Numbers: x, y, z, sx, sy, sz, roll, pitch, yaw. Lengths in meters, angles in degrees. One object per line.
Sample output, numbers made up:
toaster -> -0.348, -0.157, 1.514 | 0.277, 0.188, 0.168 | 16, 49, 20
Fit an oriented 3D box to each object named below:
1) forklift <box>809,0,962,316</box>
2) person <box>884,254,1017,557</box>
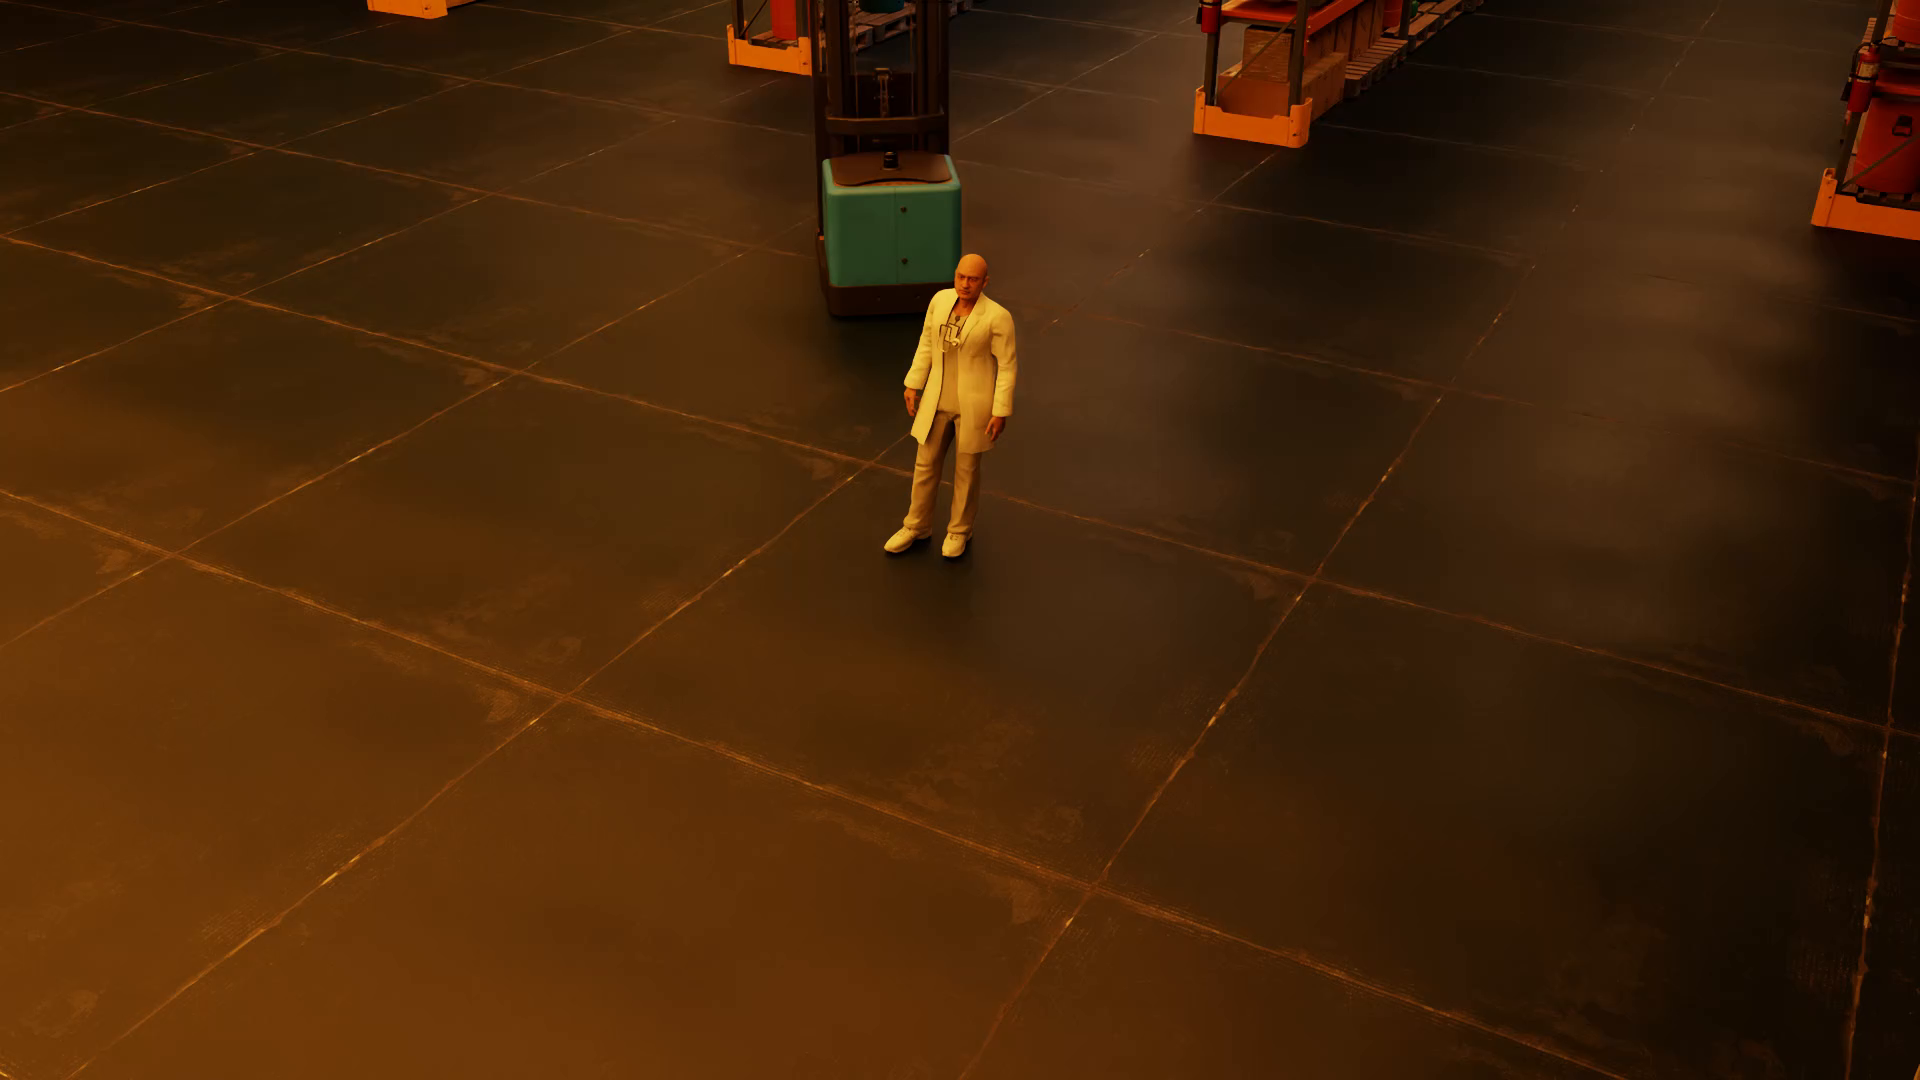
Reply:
forklift -> -0.662, -3.714, 13.505 | 1.130, 2.935, 3.031 | -3, 30, -6
person -> -0.048, -0.737, 9.487 | 0.698, 1.777, 0.578 | 15, 33, 25
